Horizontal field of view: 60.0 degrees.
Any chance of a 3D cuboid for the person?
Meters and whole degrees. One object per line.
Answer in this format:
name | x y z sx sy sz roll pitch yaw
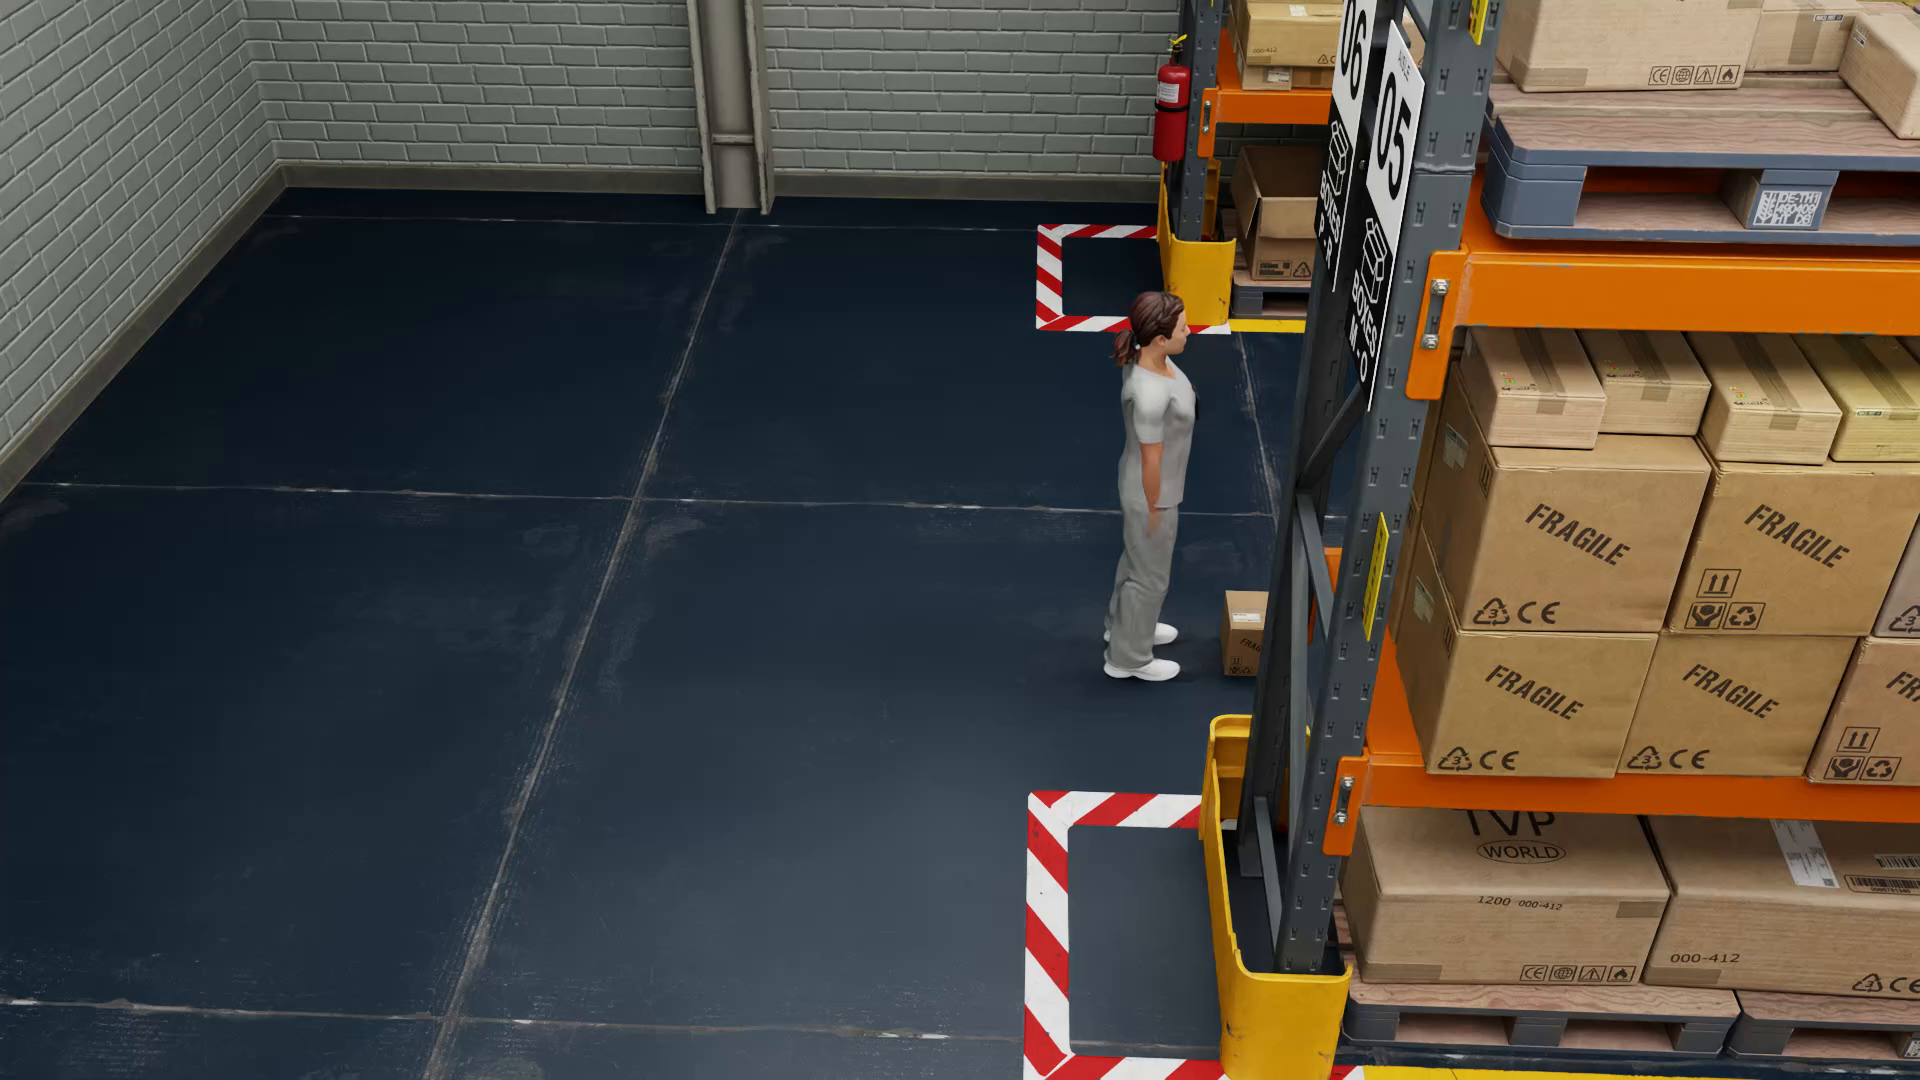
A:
person | 0.733 -0.204 6.437 0.348 1.670 0.437 2 36 3
